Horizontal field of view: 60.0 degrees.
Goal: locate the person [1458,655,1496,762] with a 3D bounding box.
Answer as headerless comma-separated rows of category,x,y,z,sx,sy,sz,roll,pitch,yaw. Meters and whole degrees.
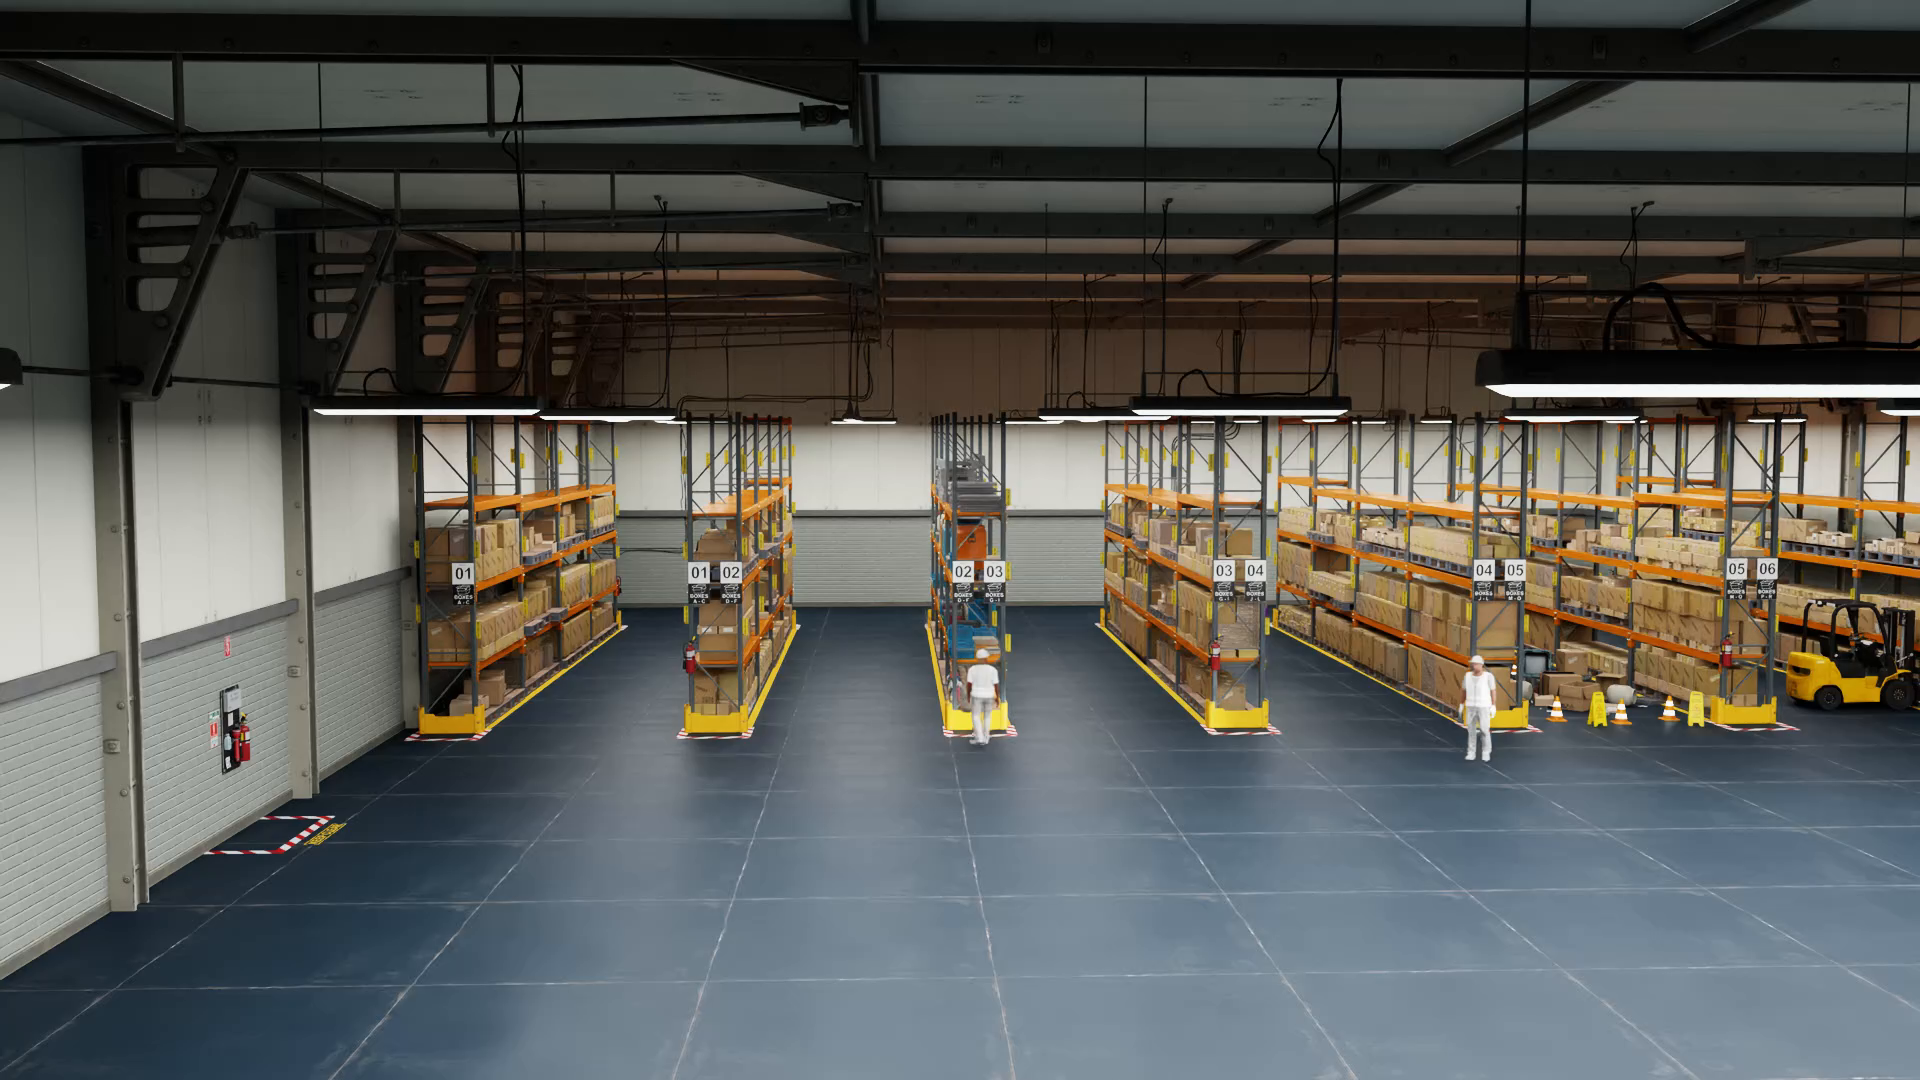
person,8.872,2.880,28.549,0.611,1.795,0.385,3,5,37

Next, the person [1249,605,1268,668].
person,7.147,2.145,39.780,0.419,1.799,0.578,-3,5,-38

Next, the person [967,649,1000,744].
person,0.407,2.812,29.898,0.578,1.750,0.689,-1,4,-8

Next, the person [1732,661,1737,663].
person,18.130,2.162,39.124,0.615,1.822,0.542,-1,4,-16

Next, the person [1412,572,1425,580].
person,13.588,1.490,49.294,0.845,1.735,0.557,0,4,-7
